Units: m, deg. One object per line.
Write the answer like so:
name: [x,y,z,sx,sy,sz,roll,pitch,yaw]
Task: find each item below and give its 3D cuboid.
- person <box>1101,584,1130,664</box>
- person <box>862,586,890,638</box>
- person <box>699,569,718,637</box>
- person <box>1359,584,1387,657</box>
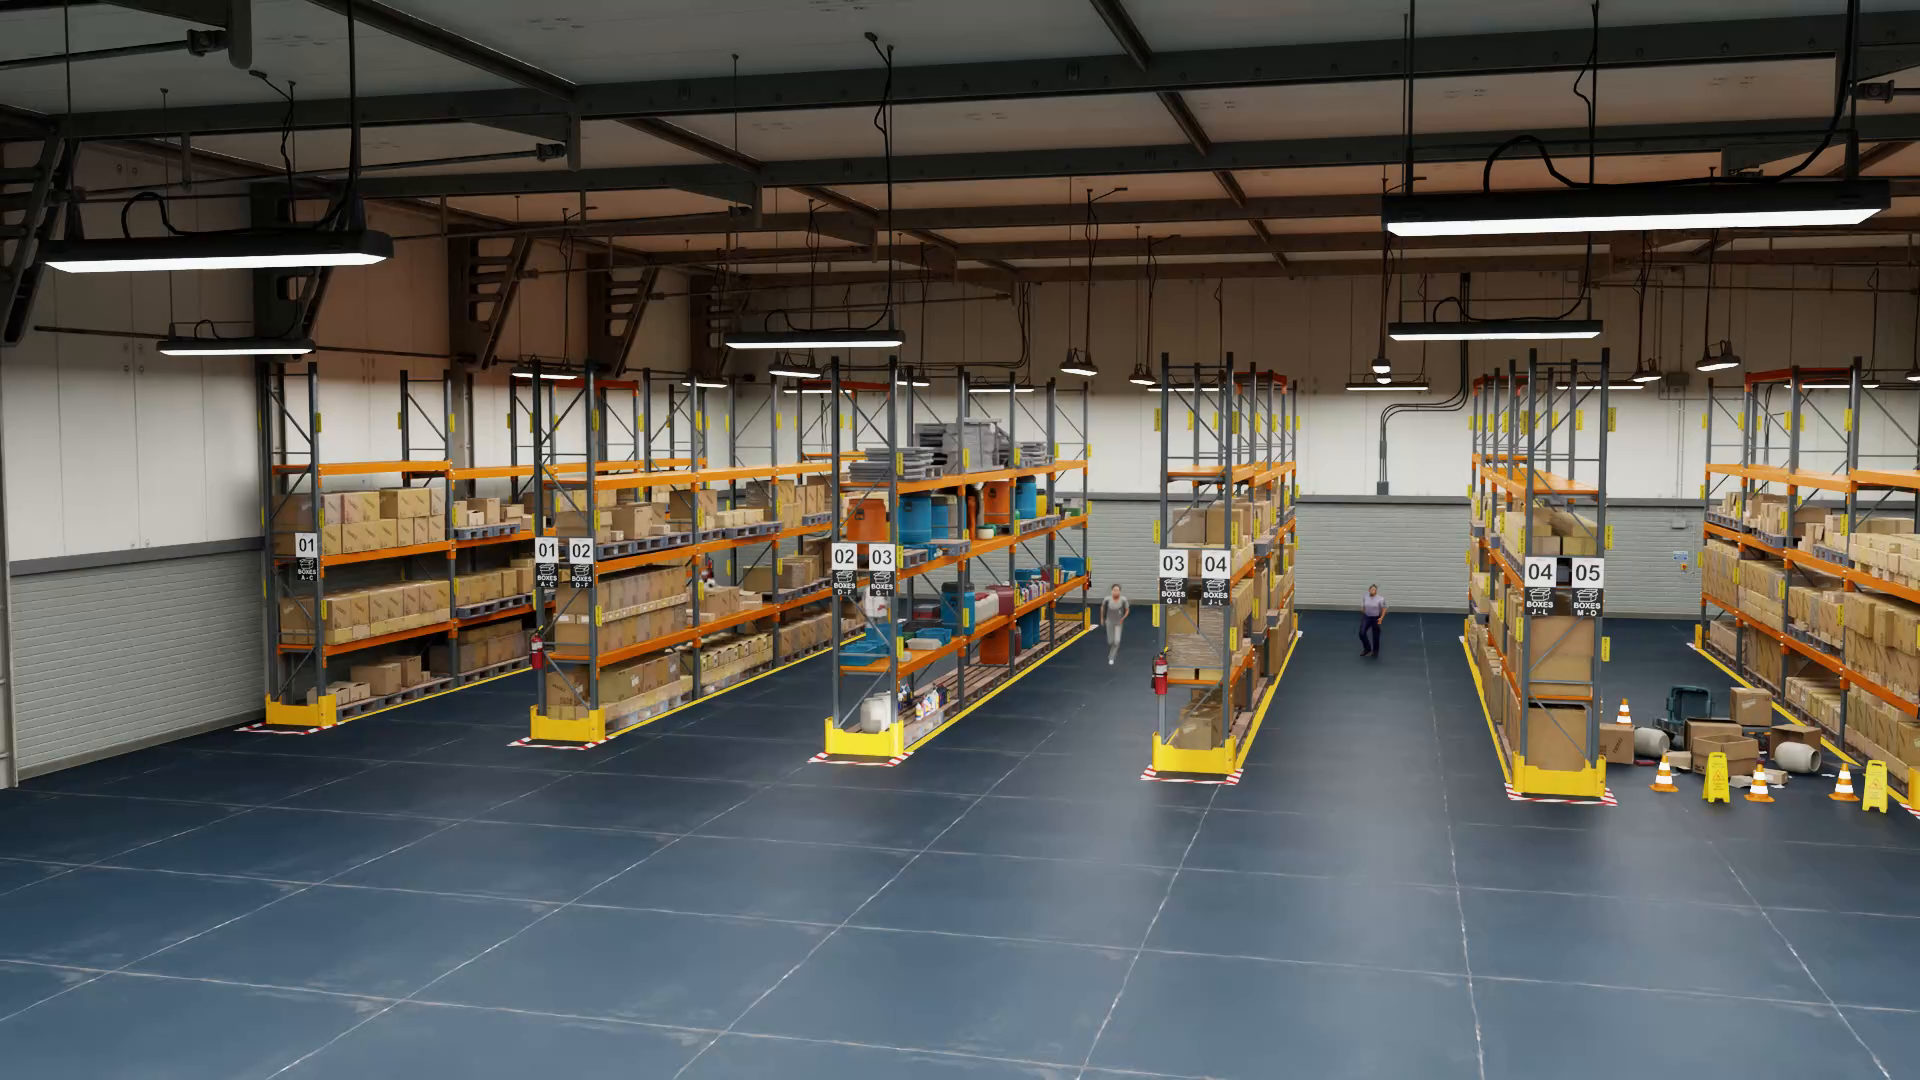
person: [3.041,1.634,32.637,0.552,1.586,0.631,0,4,0]
person: [-1.678,1.539,33.022,0.668,1.822,0.663,1,4,10]
person: [-5.852,1.483,38.477,0.589,1.663,0.955,0,4,-5]
person: [8.802,1.716,35.375,0.586,1.574,0.738,2,5,28]
